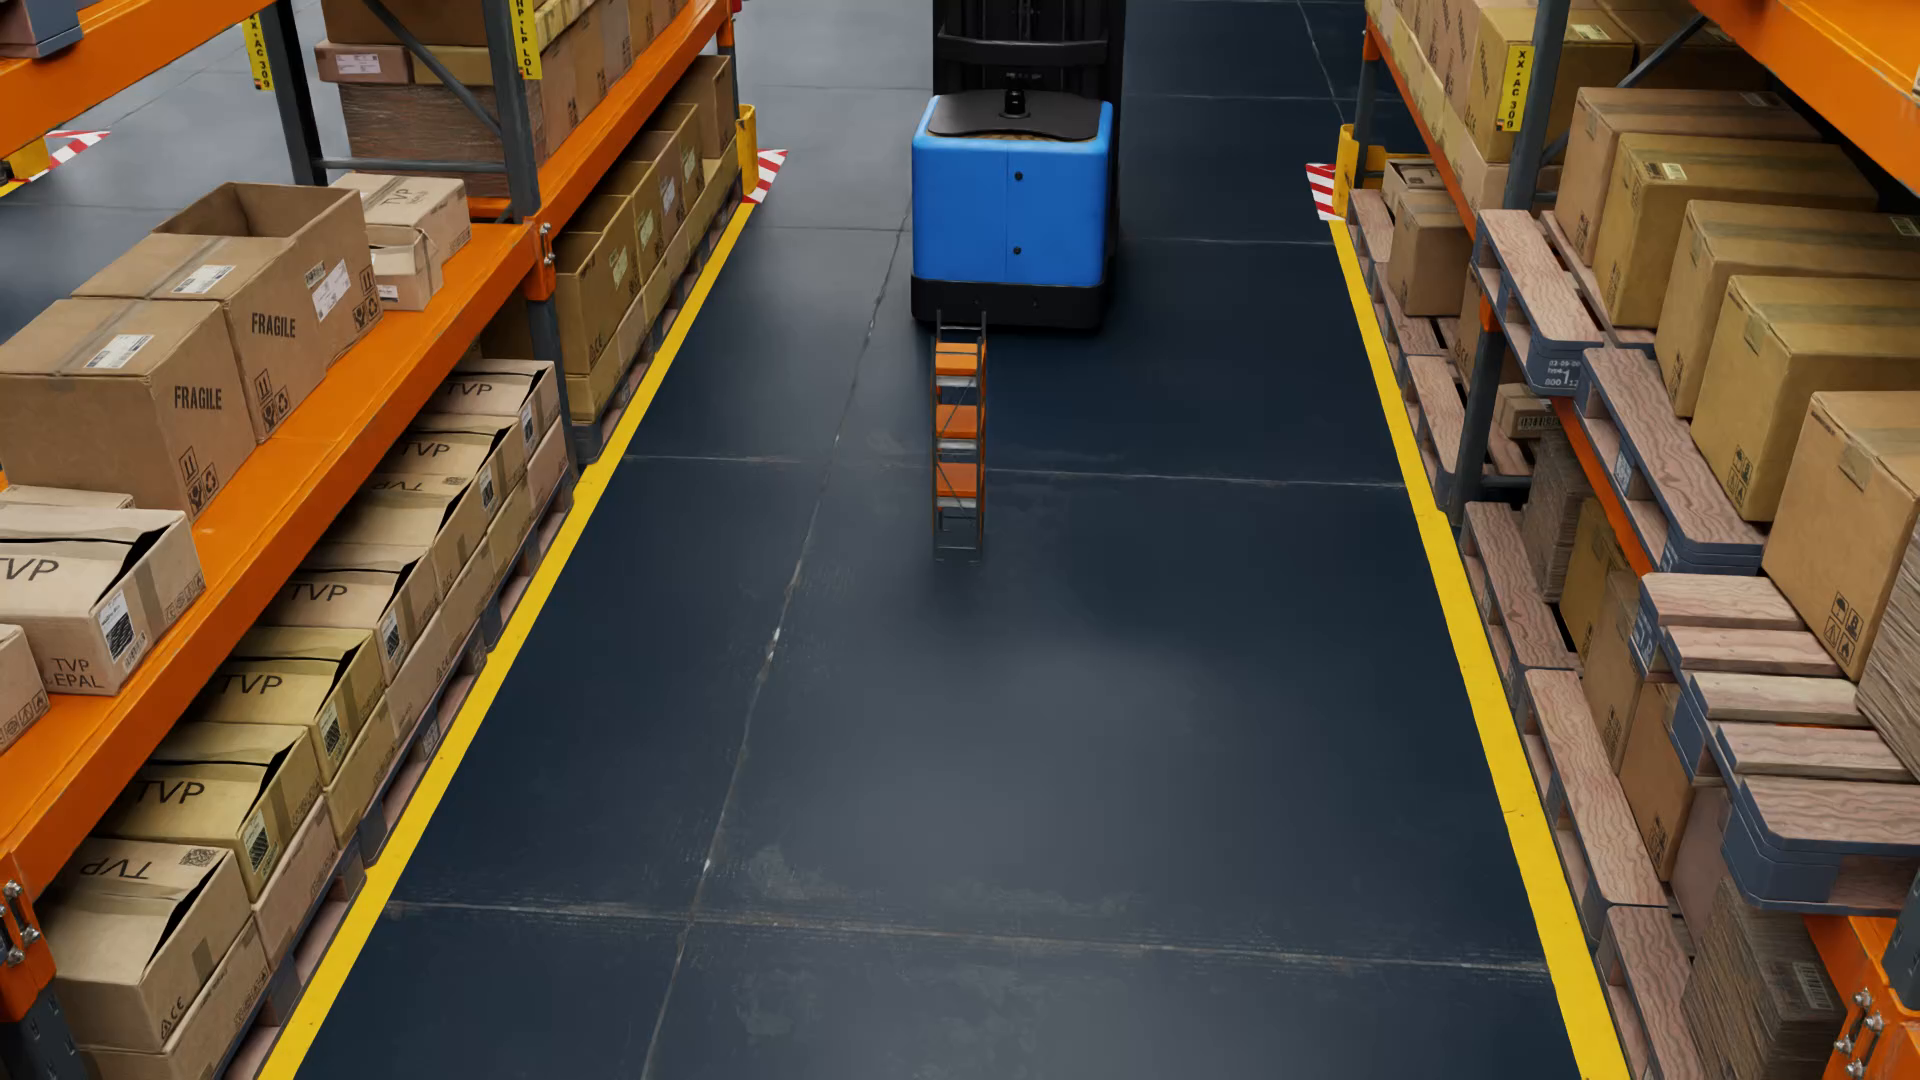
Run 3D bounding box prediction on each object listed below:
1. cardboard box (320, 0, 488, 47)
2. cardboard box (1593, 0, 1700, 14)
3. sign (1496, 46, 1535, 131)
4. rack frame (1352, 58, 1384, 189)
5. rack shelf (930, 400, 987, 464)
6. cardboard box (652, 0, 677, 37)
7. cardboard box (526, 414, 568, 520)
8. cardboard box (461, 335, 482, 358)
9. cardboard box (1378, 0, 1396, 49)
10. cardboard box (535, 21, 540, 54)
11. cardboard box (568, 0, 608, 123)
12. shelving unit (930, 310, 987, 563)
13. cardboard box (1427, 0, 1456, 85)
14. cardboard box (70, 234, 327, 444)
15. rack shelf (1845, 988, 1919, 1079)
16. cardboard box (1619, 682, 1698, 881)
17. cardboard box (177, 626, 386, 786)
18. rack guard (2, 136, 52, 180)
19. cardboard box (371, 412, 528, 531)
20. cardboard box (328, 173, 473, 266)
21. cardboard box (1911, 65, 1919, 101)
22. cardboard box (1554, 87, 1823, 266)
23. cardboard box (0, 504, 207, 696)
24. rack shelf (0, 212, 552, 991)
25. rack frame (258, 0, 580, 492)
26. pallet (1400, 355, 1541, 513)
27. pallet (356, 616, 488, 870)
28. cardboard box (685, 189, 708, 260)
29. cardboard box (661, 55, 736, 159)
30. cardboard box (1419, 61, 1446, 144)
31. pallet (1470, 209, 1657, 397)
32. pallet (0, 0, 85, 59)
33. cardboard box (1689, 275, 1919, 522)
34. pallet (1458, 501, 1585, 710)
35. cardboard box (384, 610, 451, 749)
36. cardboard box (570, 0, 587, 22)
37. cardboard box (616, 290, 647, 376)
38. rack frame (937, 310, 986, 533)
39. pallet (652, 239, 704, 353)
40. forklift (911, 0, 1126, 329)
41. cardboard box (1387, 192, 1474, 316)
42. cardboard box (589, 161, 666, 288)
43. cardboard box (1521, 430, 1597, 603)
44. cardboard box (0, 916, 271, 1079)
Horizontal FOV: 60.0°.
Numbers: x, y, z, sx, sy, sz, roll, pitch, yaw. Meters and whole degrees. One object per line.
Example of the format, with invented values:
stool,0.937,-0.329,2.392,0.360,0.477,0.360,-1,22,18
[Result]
cardboard box,-2.237,-2.376,6.915,0.700,0.500,0.500,3,32,4
cardboard box,2.963,-2.110,7.225,0.500,0.500,0.500,2,32,4
sign,2.130,-1.727,6.368,0.100,0.325,0.005,2,32,4
rack frame,2.997,-3.431,9.958,1.000,3.000,0.127,2,32,4
rack shelf,-0.004,-0.410,6.935,0.215,0.259,0.240,2,32,4
cardboard box,-2.029,-3.165,9.431,0.700,0.500,0.500,3,32,5
cardboard box,-2.011,-0.328,7.144,0.500,0.250,0.500,2,32,4
cardboard box,-2.446,-0.809,7.924,0.500,0.250,0.500,2,32,4
cardboard box,2.613,-2.862,9.159,0.500,0.250,0.500,2,32,2
cardboard box,-2.031,-2.131,7.136,0.380,0.149,0.250,3,32,5
cardboard box,-2.155,-2.362,8.129,0.700,0.500,0.500,3,32,5
shelving unit,-0.004,-0.419,6.929,0.215,1.050,0.252,2,32,4
cardboard box,2.488,-2.388,7.675,0.500,0.500,0.500,2,32,3
cardboard box,-2.429,-0.653,5.356,0.500,0.500,0.500,3,32,4
rack shelf,2.183,2.104,1.662,1.077,0.370,4.000,2,32,4
cardboard box,2.522,0.725,5.178,0.700,0.500,0.500,2,32,4
cardboard box,-2.179,0.493,5.278,0.500,0.311,0.500,2,32,3
rack guard,-6.837,-2.748,11.233,1.175,0.500,0.348,2,32,4
cardboard box,-2.050,-0.300,6.563,0.500,0.311,0.500,3,32,5
cardboard box,-2.263,-1.226,6.523,0.500,0.250,0.500,4,32,7
cardboard box,2.135,-0.883,3.031,0.500,0.311,0.500,2,32,4
cardboard box,2.596,-1.305,5.993,0.700,0.500,0.500,3,32,4
cardboard box,-2.326,0.121,4.279,0.500,0.311,0.500,2,32,3
rack shelf,-2.429,-0.197,5.396,1.077,0.370,4.000,2,32,4
rack frame,-2.266,-1.549,6.904,1.000,3.000,0.127,2,32,4
pallet,2.691,-0.505,7.868,1.003,0.211,1.213,2,32,4
pallet,-2.384,0.665,5.970,1.003,0.211,1.213,2,32,4
cardboard box,-1.758,-1.832,9.585,0.500,0.250,0.500,2,32,4
cardboard box,-1.688,-2.675,10.237,0.500,0.500,0.500,2,32,4
cardboard box,2.482,-2.069,7.871,0.500,0.250,0.500,2,32,4
pallet,2.464,-0.864,5.976,1.003,0.211,1.213,2,32,4
pallet,-2.626,-1.013,3.355,1.213,0.211,1.003,4,32,6
cardboard box,2.453,-0.376,4.487,0.700,0.500,0.500,2,32,4
pallet,2.609,0.255,6.635,1.003,0.211,1.213,2,32,4
cardboard box,-2.138,0.470,5.849,0.500,0.250,0.500,3,32,5
cardboard box,-1.969,-2.534,7.790,0.380,0.149,0.250,1,32,2
cardboard box,-1.881,-1.048,8.312,0.500,0.250,0.500,2,32,4
rack frame,0.006,-0.483,7.033,0.200,1.050,0.008,2,32,4
pallet,-2.063,-1.416,9.346,1.003,0.211,1.213,2,32,4
forklift,0.418,-3.140,9.551,1.130,2.935,3.031,3,32,6
cardboard box,2.695,-1.517,8.815,0.700,0.500,0.500,1,32,1
cardboard box,-1.835,-1.629,8.539,0.500,0.500,0.500,2,32,4
cardboard box,2.628,-0.077,6.479,0.700,0.500,0.500,3,32,6
cardboard box,-2.257,1.273,4.546,0.500,0.250,0.500,2,32,4
